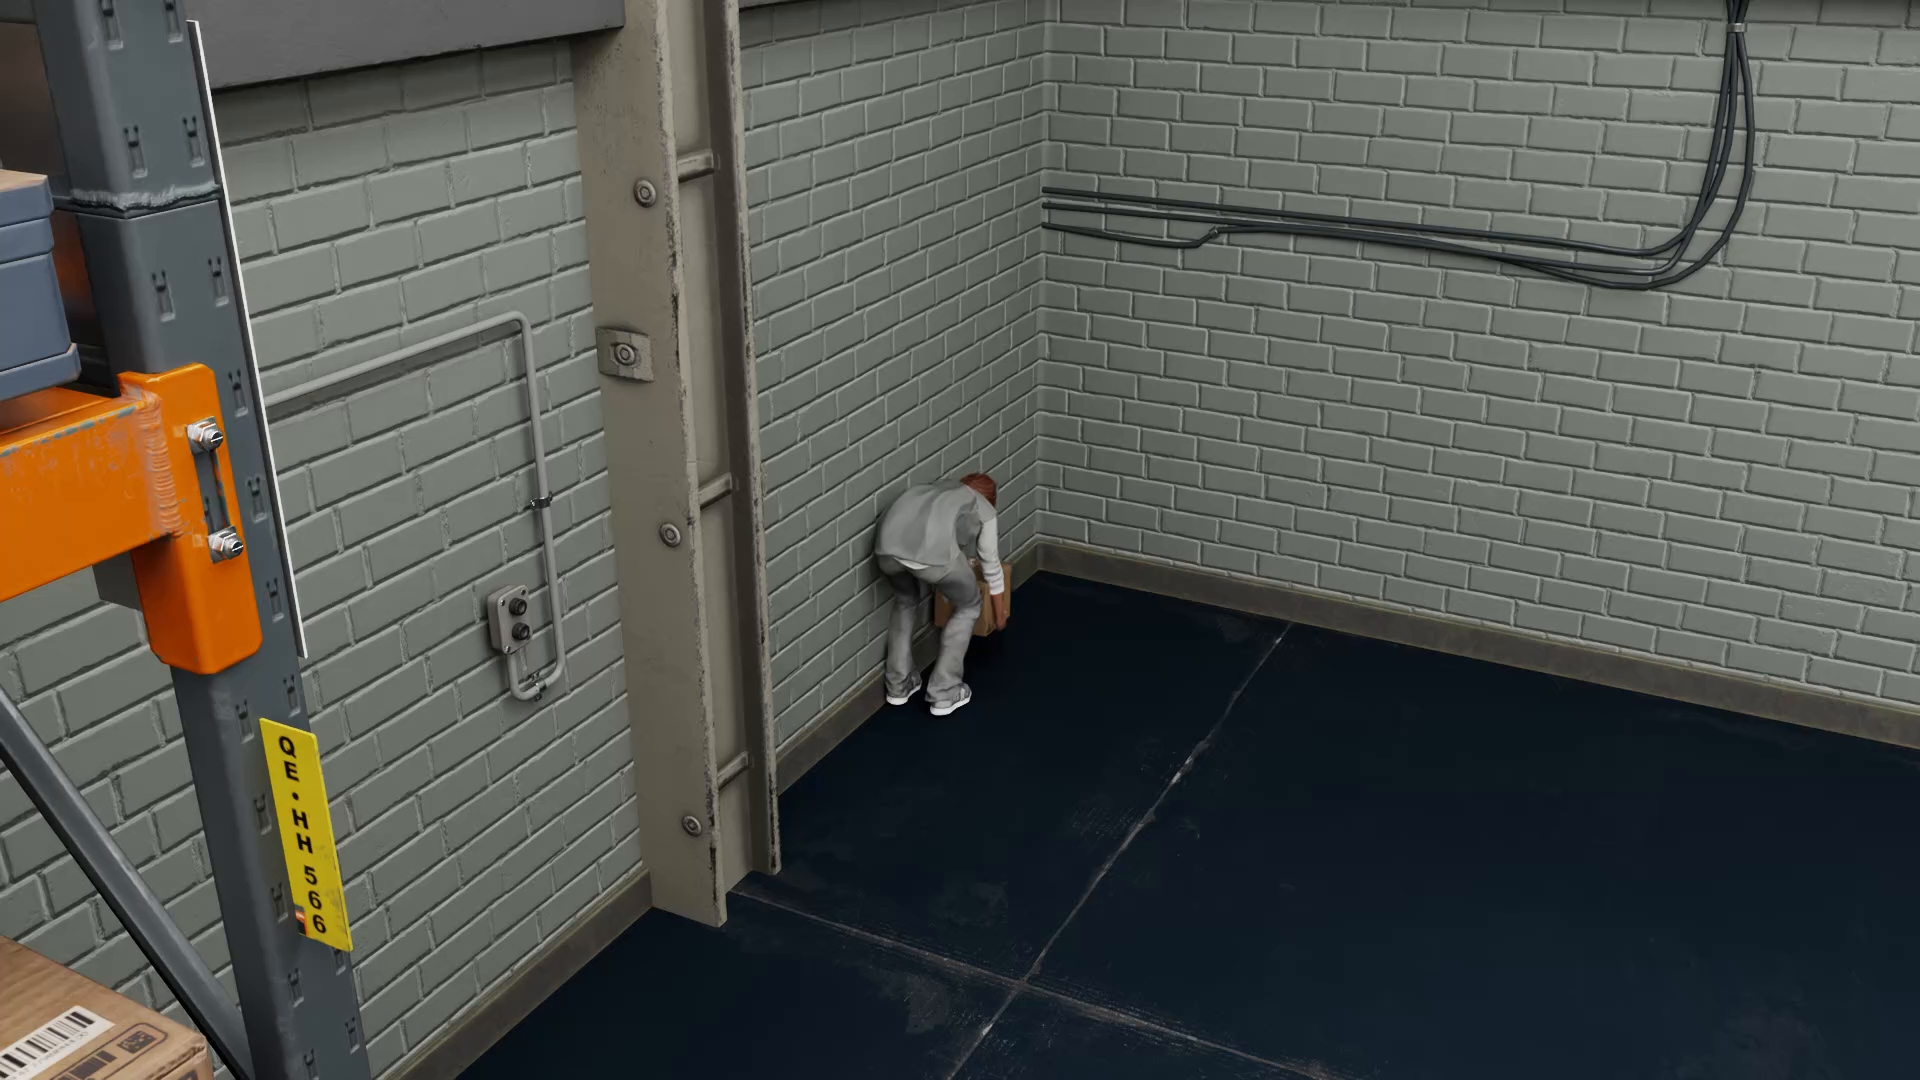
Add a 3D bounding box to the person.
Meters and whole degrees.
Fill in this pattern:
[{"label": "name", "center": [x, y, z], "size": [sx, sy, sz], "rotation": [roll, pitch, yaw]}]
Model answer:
[{"label": "person", "center": [-0.061, 0.176, 7.011], "size": [0.410, 0.959, 0.868], "rotation": [10, 25, 22]}]
